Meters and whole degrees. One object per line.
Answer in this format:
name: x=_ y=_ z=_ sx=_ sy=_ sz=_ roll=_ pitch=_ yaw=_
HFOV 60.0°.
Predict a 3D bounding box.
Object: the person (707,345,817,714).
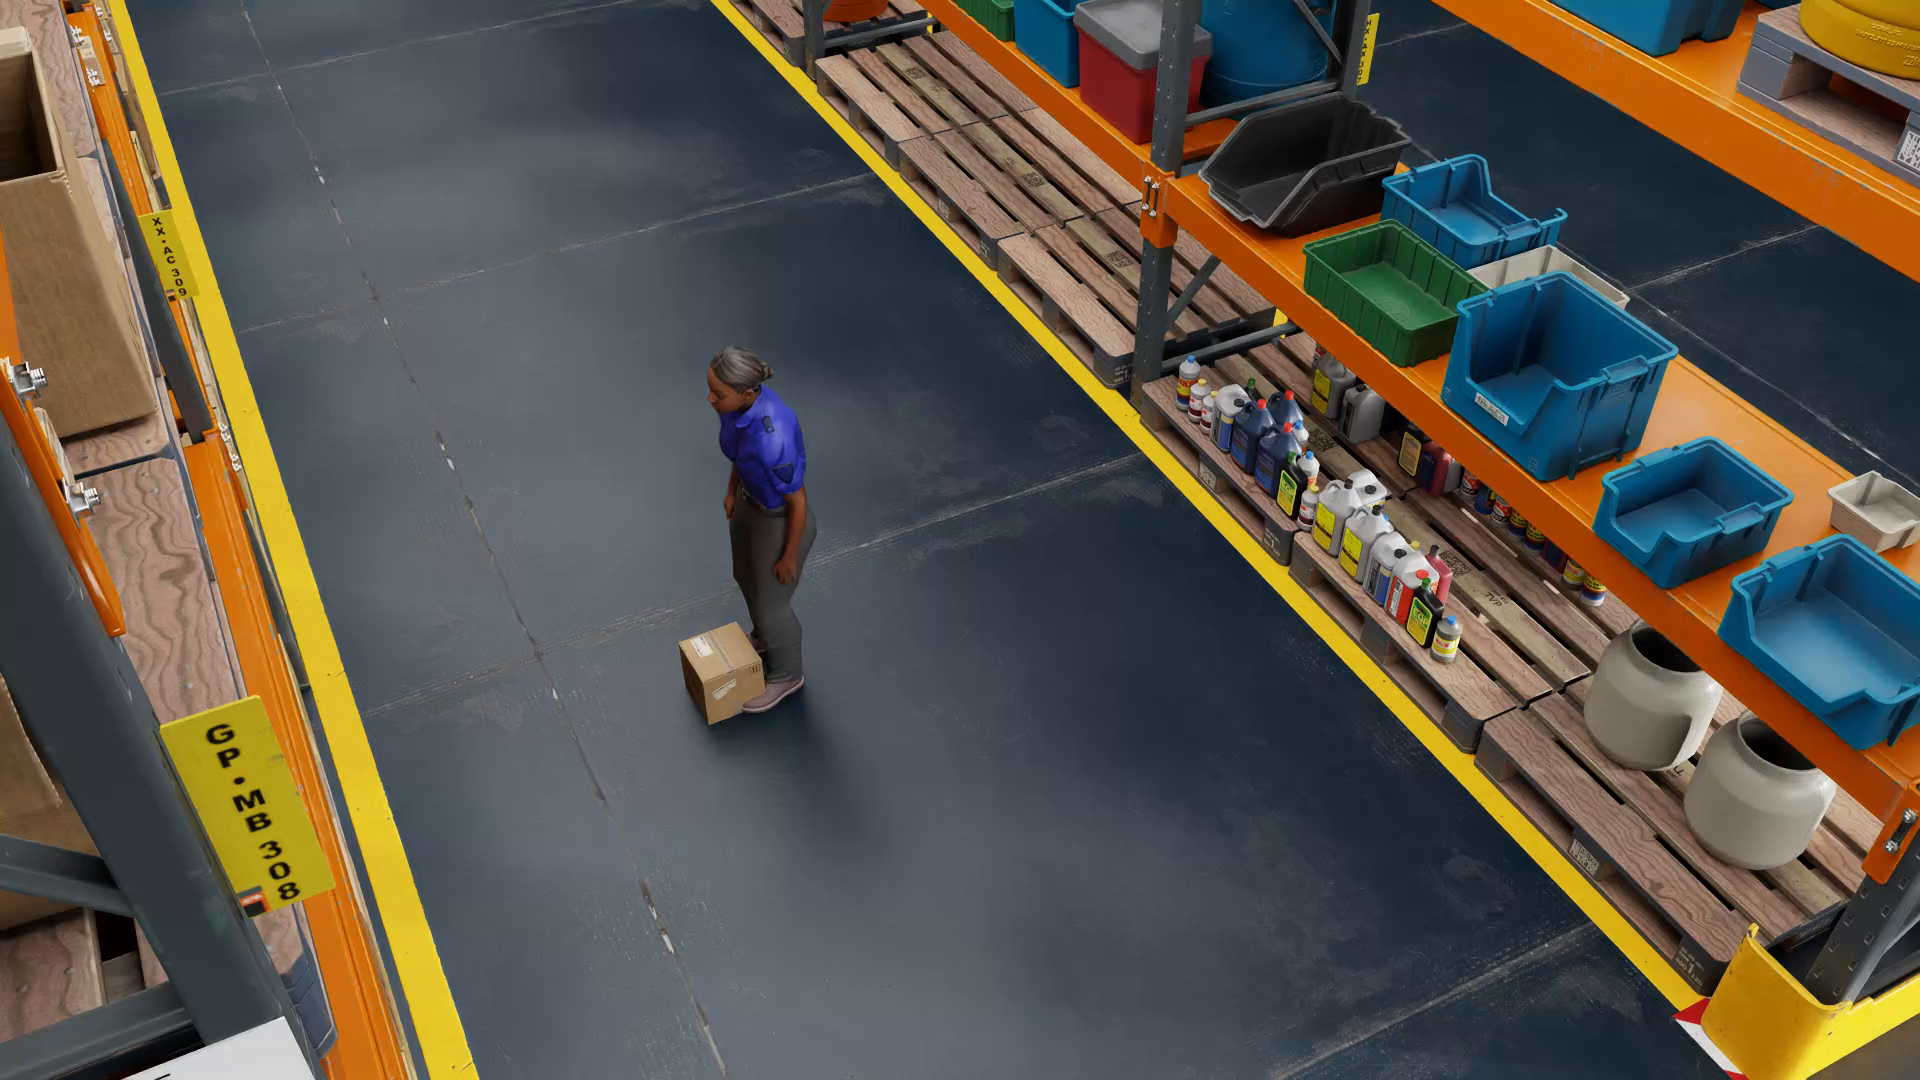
person: x=-0.761 y=-0.062 z=6.232 sx=0.400 sy=1.655 sz=0.532 roll=-22 pitch=46 yaw=-23
